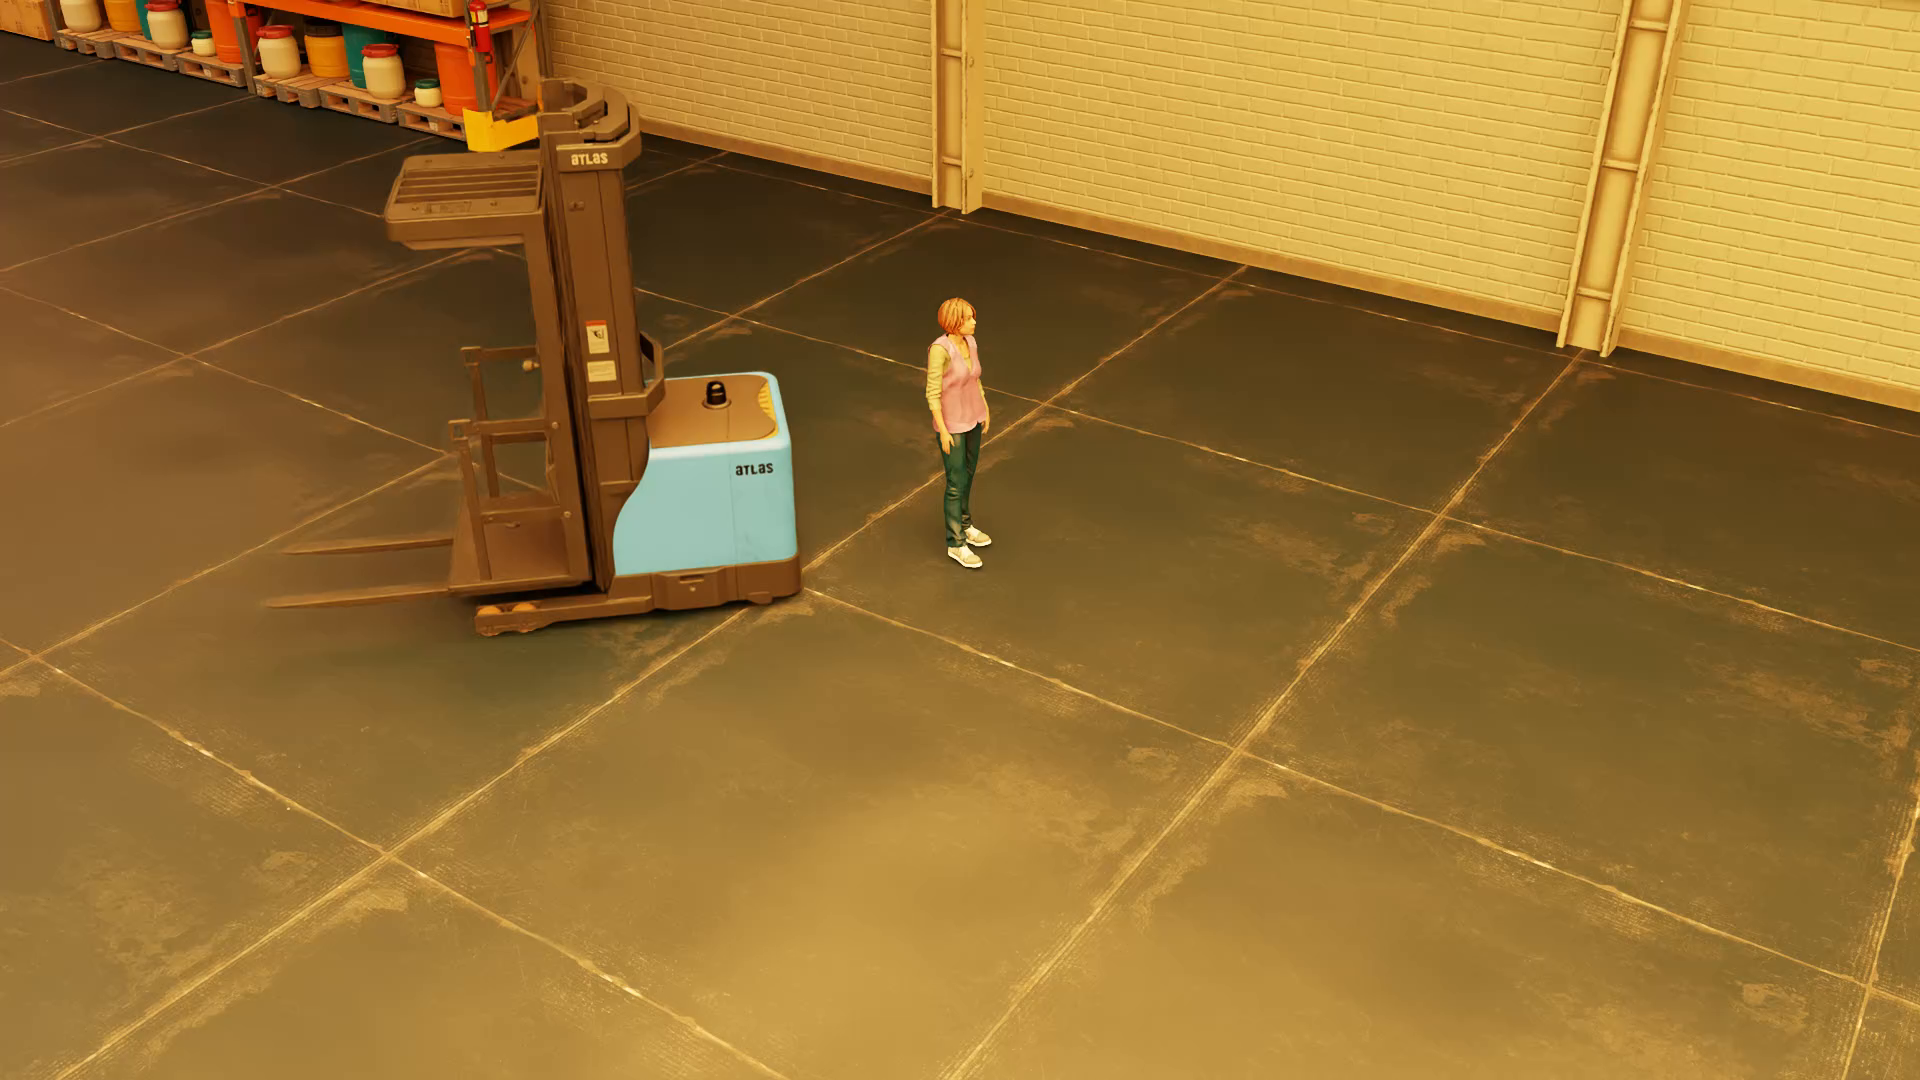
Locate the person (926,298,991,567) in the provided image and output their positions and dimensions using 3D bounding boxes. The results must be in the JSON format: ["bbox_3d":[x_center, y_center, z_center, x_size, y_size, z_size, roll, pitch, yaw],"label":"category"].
[{"bbox_3d":[0.053,-0.670,10.049,0.475,1.598,0.519,19,35,29],"label":"person"}]

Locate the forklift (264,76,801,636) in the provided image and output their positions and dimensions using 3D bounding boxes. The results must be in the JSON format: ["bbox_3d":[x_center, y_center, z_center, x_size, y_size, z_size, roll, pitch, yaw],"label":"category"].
[{"bbox_3d":[-2.511,-1.004,9.310,3.031,2.935,1.130,-5,31,-9],"label":"forklift"}]
